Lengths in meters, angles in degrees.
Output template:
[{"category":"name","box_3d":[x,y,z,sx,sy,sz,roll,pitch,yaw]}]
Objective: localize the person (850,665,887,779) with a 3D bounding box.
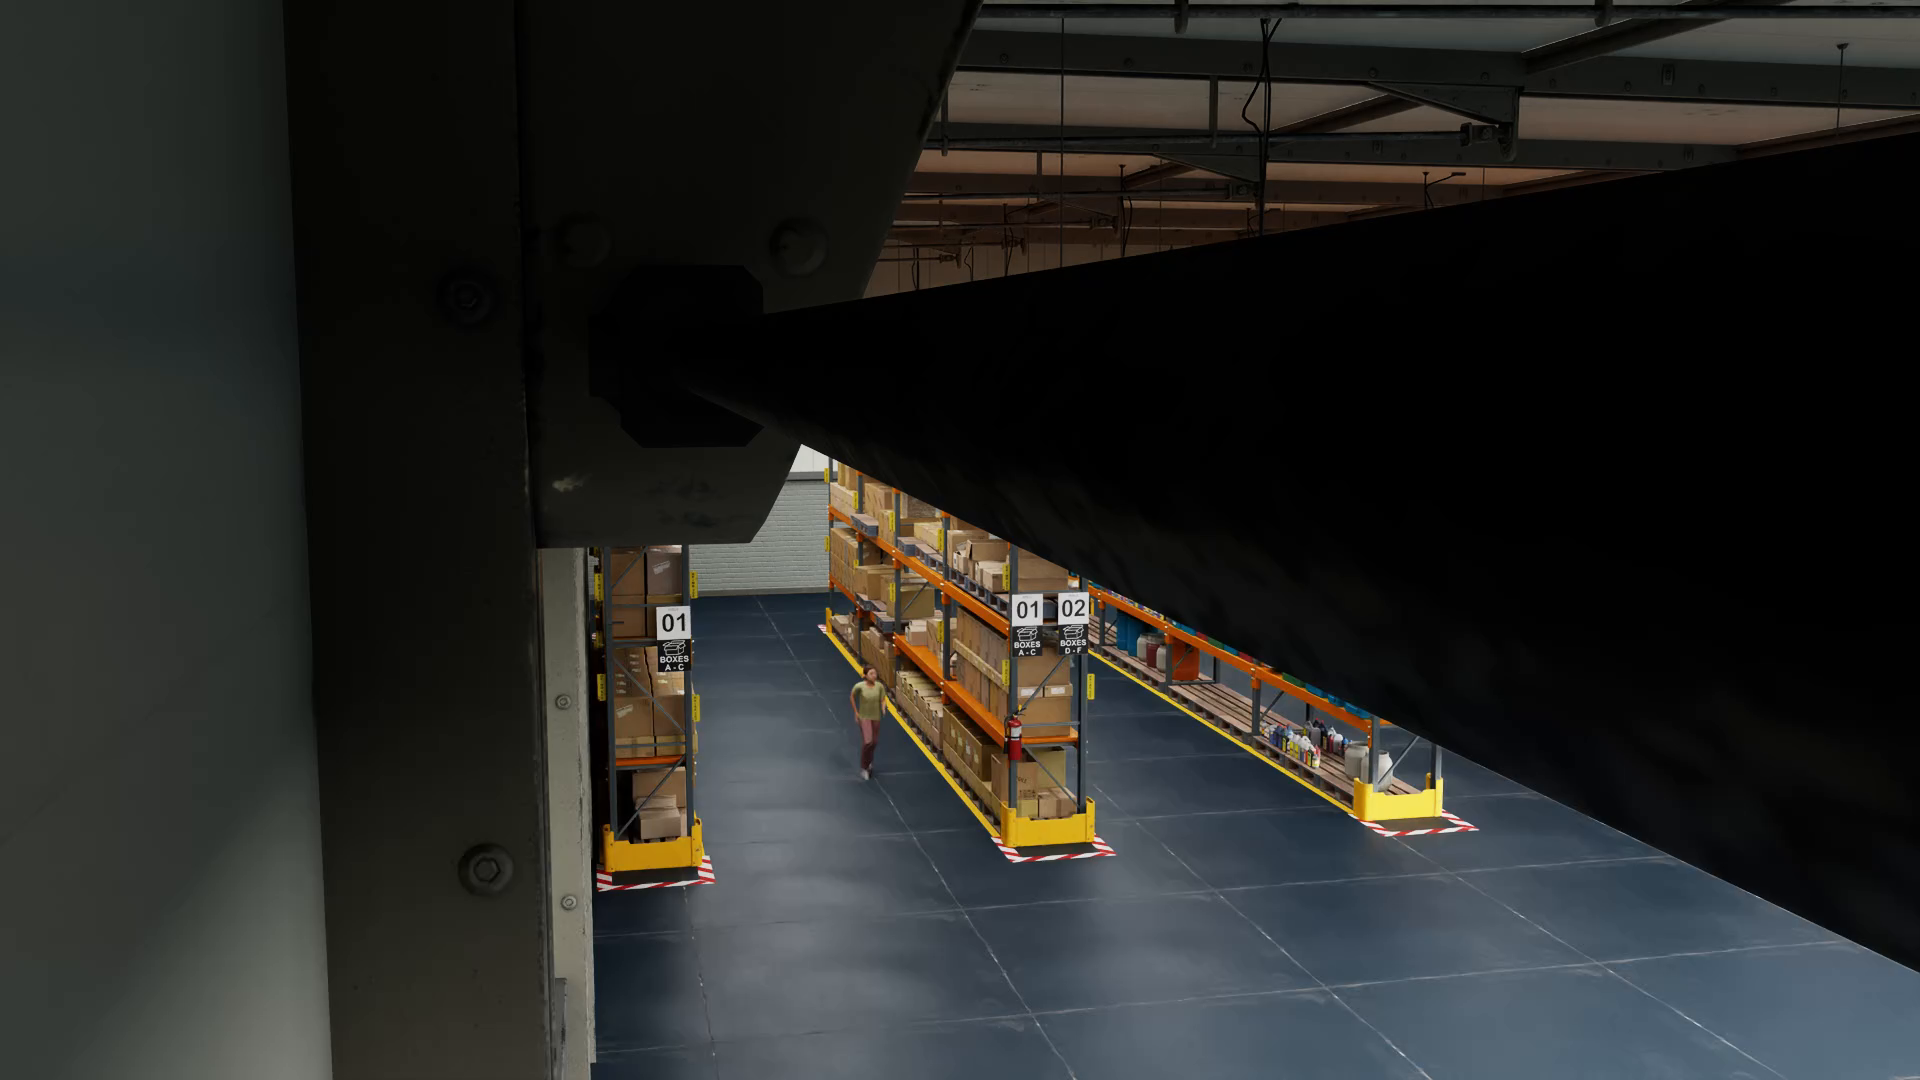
[{"category":"person","box_3d":[-1.325,2.646,24.304,0.500,1.695,0.772,-3,7,-23]}]

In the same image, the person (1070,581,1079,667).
[{"category":"person","box_3d":[2.198,1.617,32.621,0.675,1.710,0.698,-3,8,-26]}]
